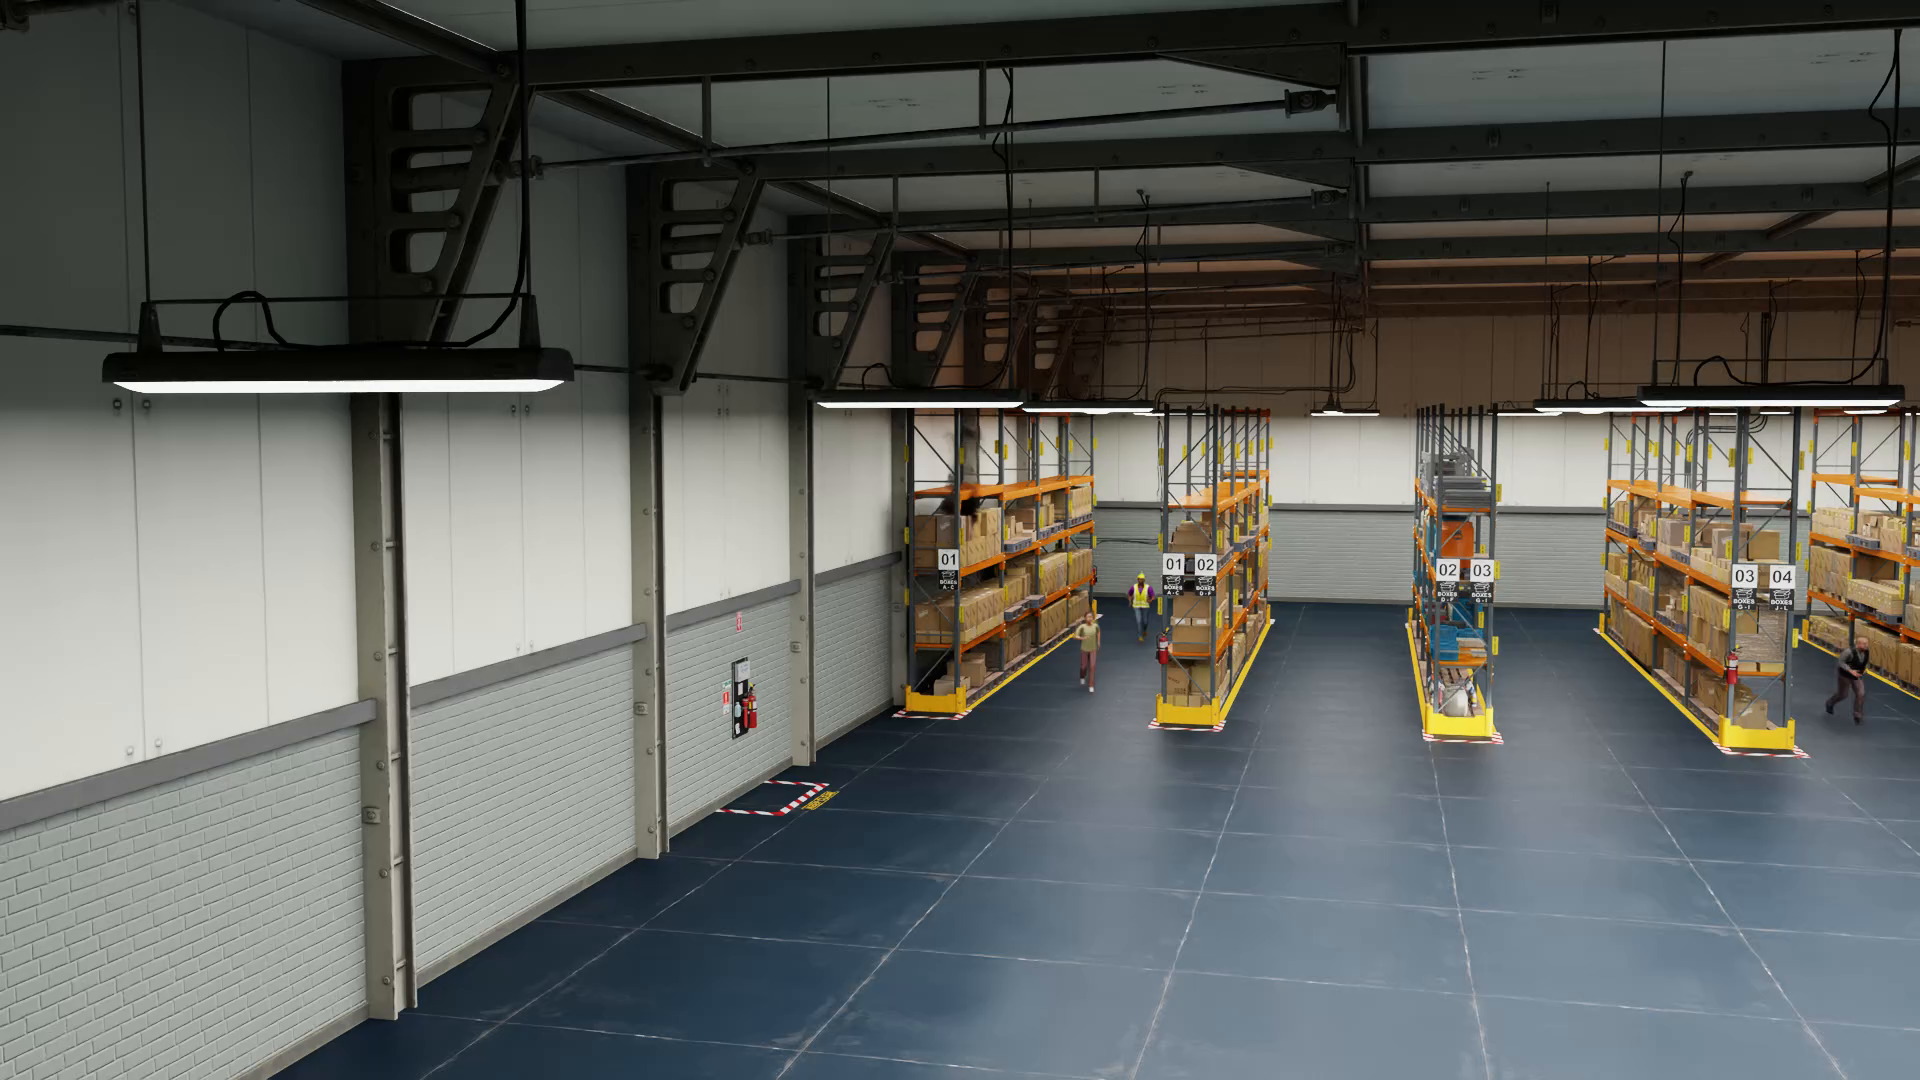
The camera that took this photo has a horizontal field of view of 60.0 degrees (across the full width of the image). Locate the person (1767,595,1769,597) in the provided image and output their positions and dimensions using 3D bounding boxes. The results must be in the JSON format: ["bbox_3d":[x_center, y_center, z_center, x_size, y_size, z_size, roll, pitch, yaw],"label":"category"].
[{"bbox_3d":[20.291,1.913,41.229,0.576,1.692,0.680,1,4,19],"label":"person"}]

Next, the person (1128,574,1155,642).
[{"bbox_3d":[4.664,1.737,42.837,0.703,1.735,0.747,1,4,8],"label":"person"}]

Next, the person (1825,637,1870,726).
[{"bbox_3d":[16.813,2.628,31.501,0.696,1.680,1.008,-1,4,-14],"label":"person"}]

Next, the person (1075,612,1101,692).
[{"bbox_3d":[2.698,2.323,35.020,0.593,1.655,0.904,0,4,-7],"label":"person"}]
